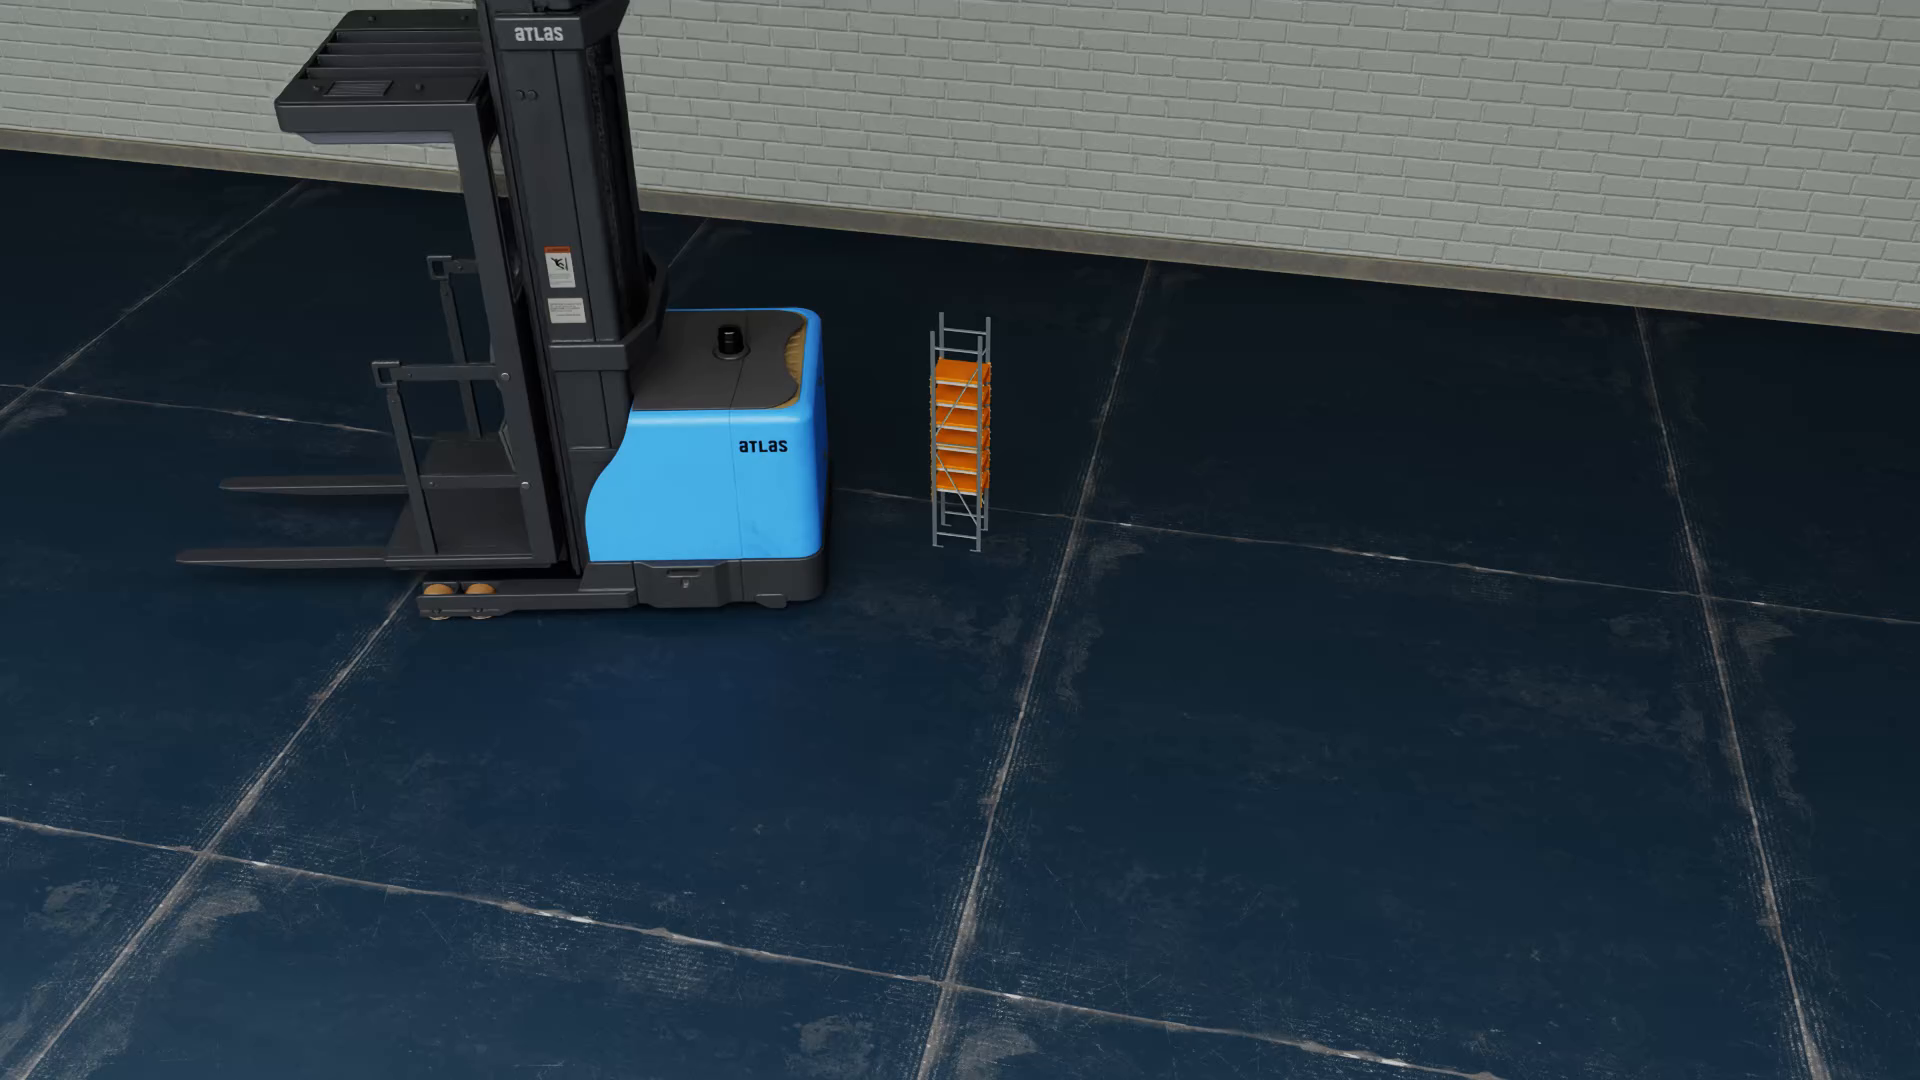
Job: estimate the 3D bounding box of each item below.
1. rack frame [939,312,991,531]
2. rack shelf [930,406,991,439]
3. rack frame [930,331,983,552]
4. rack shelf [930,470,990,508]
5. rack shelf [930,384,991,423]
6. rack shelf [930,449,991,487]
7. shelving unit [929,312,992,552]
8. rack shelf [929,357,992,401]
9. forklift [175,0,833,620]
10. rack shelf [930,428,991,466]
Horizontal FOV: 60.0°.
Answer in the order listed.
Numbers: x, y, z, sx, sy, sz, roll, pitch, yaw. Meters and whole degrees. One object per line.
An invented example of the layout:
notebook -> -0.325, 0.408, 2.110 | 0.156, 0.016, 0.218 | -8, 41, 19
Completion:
rack frame -> 0.023, -0.547, 7.982 | 0.240, 1.200, 0.006 | 7, 37, 10
rack shelf -> 0.003, -0.555, 7.865 | 0.258, 0.103, 0.180 | 7, 37, 10
rack frame -> -0.016, -0.442, 7.837 | 0.240, 1.200, 0.006 | 7, 37, 10
rack shelf -> 0.003, -0.264, 8.076 | 0.258, 0.103, 0.180 | 7, 37, 10
rack shelf -> 0.003, -0.652, 7.795 | 0.258, 0.103, 0.180 | 7, 37, 10
rack shelf -> 0.003, -0.361, 8.006 | 0.258, 0.103, 0.180 | 7, 37, 10
shelving unit -> 0.003, -0.494, 7.909 | 0.258, 1.200, 0.189 | 7, 37, 10
rack shelf -> 0.003, -0.750, 7.724 | 0.258, 0.103, 0.180 | 7, 37, 10
forklift -> -2.154, -1.131, 7.313 | 3.031, 2.935, 1.130 | -1, 36, -1
rack shelf -> 0.003, -0.458, 7.935 | 0.258, 0.103, 0.180 | 7, 37, 10
